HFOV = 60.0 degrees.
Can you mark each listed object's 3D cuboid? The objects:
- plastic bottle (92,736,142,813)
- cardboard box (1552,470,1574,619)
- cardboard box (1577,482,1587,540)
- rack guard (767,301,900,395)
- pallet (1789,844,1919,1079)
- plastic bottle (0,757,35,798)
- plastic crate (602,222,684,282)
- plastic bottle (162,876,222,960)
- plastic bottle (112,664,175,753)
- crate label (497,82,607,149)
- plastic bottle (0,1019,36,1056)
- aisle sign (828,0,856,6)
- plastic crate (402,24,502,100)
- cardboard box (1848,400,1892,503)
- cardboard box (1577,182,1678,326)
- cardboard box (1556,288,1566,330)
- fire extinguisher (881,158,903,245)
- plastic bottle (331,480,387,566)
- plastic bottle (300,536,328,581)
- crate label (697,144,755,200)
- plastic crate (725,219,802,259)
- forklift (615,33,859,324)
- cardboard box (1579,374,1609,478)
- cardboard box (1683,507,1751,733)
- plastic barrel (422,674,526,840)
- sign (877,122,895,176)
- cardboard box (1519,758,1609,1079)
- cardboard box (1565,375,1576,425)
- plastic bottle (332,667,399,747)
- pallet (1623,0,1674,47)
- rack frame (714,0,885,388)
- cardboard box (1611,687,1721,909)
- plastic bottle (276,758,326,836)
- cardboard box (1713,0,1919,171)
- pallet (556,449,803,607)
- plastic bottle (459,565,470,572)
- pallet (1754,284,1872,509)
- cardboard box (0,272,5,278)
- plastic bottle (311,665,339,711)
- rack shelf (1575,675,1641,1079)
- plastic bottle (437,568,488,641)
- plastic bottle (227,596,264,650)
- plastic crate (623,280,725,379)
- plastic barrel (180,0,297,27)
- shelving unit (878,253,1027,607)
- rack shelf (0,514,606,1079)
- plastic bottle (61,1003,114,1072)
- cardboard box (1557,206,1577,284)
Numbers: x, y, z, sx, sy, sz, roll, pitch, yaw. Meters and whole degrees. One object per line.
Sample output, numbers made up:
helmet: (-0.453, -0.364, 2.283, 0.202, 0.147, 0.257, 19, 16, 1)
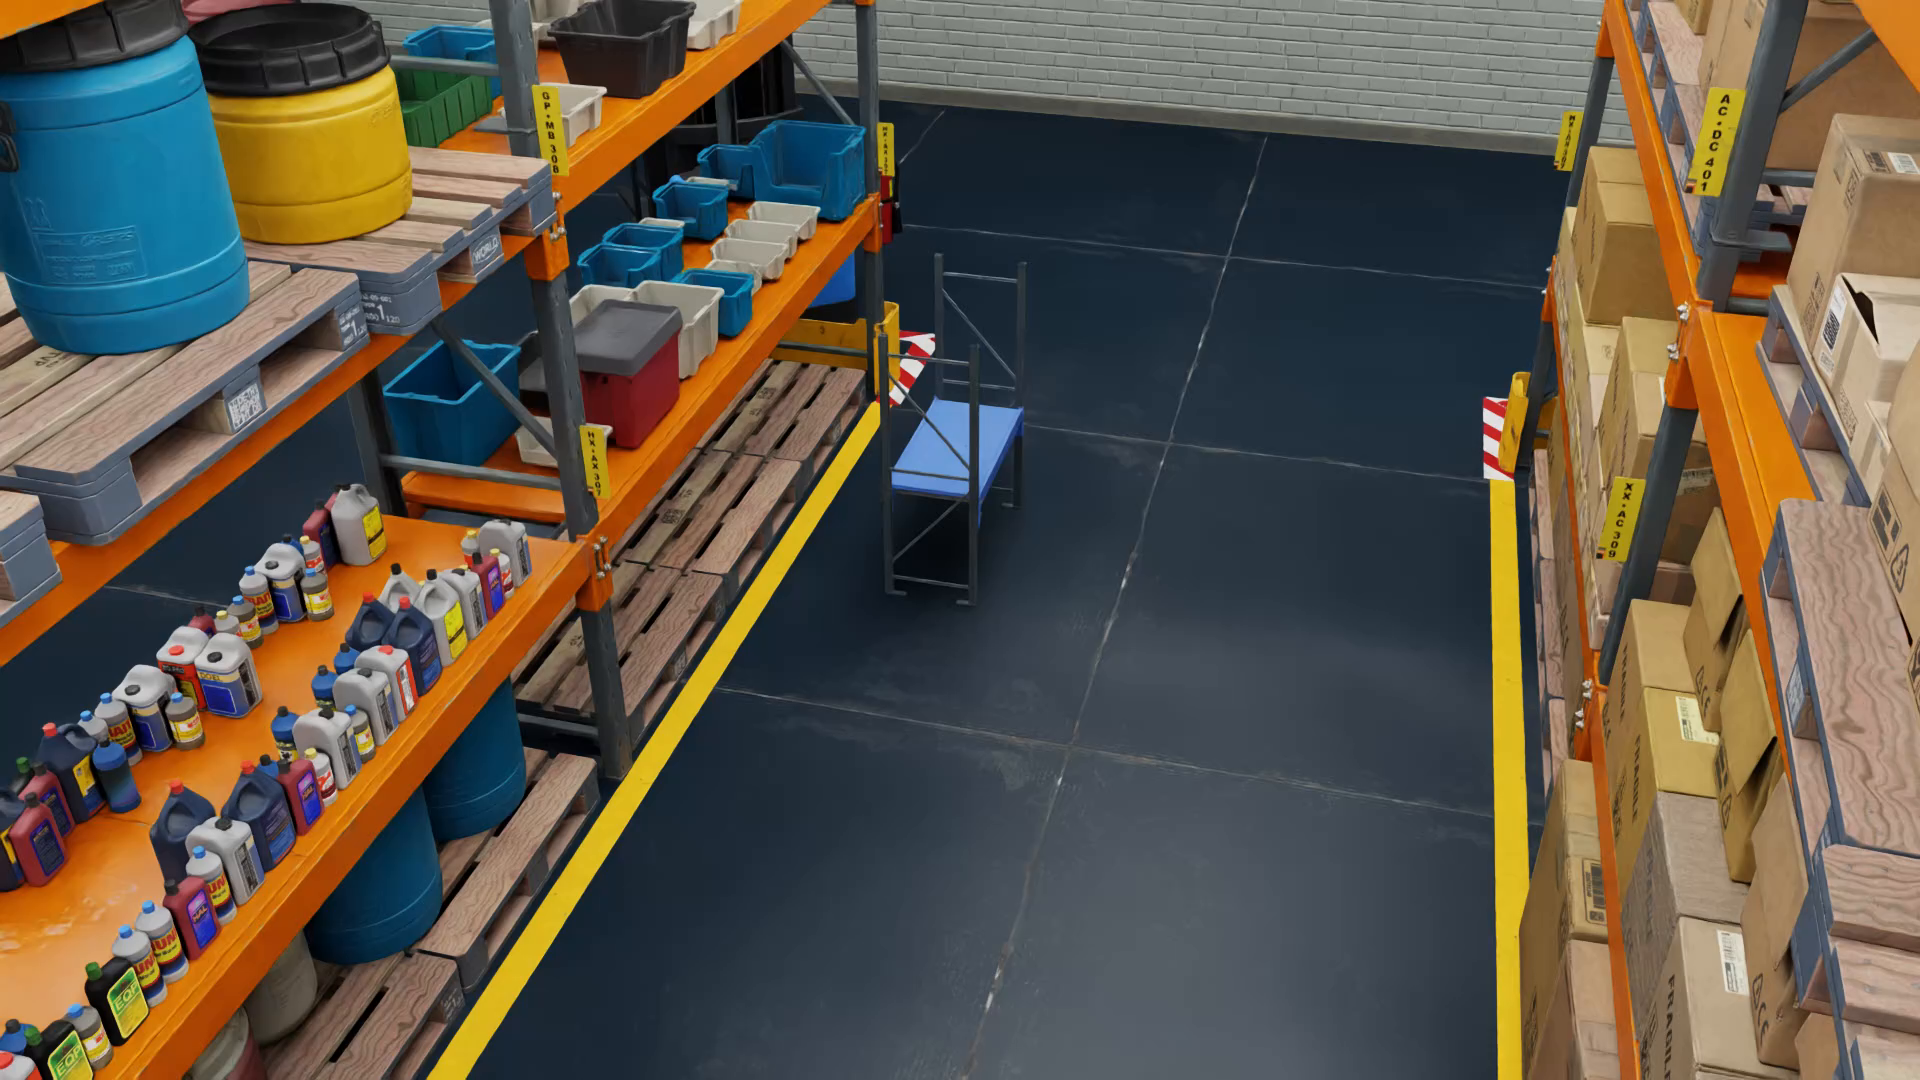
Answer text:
plastic bottle: (-2.742, 0.751, 5.393, 0.097, 0.271, 0.097, 0, 32, 0)
cardboard box: (3.494, -0.136, 8.258, 0.875, 0.875, 0.875, 8, 33, 12)
cardboard box: (2.751, -0.092, 6.834, 0.380, 0.149, 0.250, 9, 33, 13)
rack guard: (-0.988, -1.305, 10.836, 1.175, 0.500, 0.348, 8, 33, 12)
pallet: (1.891, 0.953, 2.335, 1.213, 0.211, 1.003, 10, 34, 15)
plastic bottle: (-2.951, 0.829, 5.259, 0.061, 0.283, 0.133, 8, 33, 12)
plastic crate: (-1.696, -1.533, 8.966, 0.416, 0.233, 0.300, 8, 33, 12)
plastic bottle: (-2.252, 1.081, 4.862, 0.061, 0.283, 0.133, 8, 33, 12)
plastic bottle: (-2.776, 0.572, 5.670, 0.152, 0.276, 0.135, 8, 33, 12)
crate label: (-1.593, -1.639, 6.482, 0.293, 0.136, 0.466, 8, 33, 12)
plastic bottle: (-2.475, 1.375, 4.411, 0.097, 0.271, 0.097, 0, 32, 0)
aisle sign: (-0.680, -3.440, 9.442, 0.394, 0.787, 0.004, 8, 33, 12)
plastic crate: (-2.074, -1.981, 6.930, 0.416, 0.233, 0.300, 8, 33, 12)
cardboard box: (2.271, -0.180, 3.784, 0.380, 0.149, 0.250, 7, 33, 10)
cardboard box: (3.174, -1.308, 7.675, 0.500, 0.500, 0.500, 7, 33, 11)
cardboard box: (3.272, -1.159, 8.512, 0.380, 0.149, 0.250, 7, 33, 11)
fire extinguisher: (-0.503, -2.172, 10.290, 0.296, 0.674, 0.183, 8, 33, 12)
plastic bottle: (-2.409, -0.089, 6.641, 0.144, 0.351, 0.185, 8, 33, 12)
plastic bottle: (-2.548, 0.078, 6.517, 0.097, 0.201, 0.097, 0, 32, 0)
crate label: (-1.362, -2.217, 10.041, 0.416, 0.233, 0.303, 8, 33, 12)
plastic crate: (-1.101, -1.663, 9.260, 0.396, 0.136, 0.243, 8, 33, 12)
forklift: (-1.787, -3.220, 11.583, 1.130, 2.935, 3.031, -15, 35, -22)
cardboard box: (2.911, -0.456, 7.034, 0.500, 0.250, 0.500, 9, 33, 13)
cardboard box: (2.640, 0.272, 4.998, 0.797, 0.503, 0.637, 7, 33, 11)
plastic barrel: (-2.151, 0.719, 6.888, 0.600, 0.901, 0.708, 8, 33, 12)
sign: (-0.445, -2.348, 9.995, 0.100, 0.325, 0.005, 8, 33, 12)
cardboard box: (2.651, 1.459, 5.748, 1.225, 0.875, 0.875, 8, 33, 13)
cardboard box: (3.011, -0.627, 7.675, 0.380, 0.149, 0.250, 7, 33, 11)
plastic bottle: (-2.039, 0.552, 5.701, 0.152, 0.276, 0.135, 8, 33, 12)
pallet: (3.631, -2.513, 7.694, 1.003, 0.211, 1.213, 8, 33, 12)
rack frame: (-0.981, -2.345, 10.143, 1.000, 3.000, 0.127, 8, 33, 12)
cardboard box: (2.309, 0.828, 5.058, 0.500, 0.500, 0.500, 8, 33, 12)
plastic bottle: (-2.112, 0.796, 5.311, 0.061, 0.283, 0.133, 8, 33, 12)
cardboard box: (2.935, -1.537, 5.498, 0.700, 0.500, 0.500, 6, 33, 10)
pallet: (-1.540, -0.115, 9.234, 1.003, 0.211, 1.213, 8, 33, 12)
plastic bottle: (-1.879, 0.188, 6.344, 0.097, 0.201, 0.097, 0, 32, 0)
pallet: (2.609, -0.298, 4.305, 0.805, 0.209, 1.217, 7, 33, 10)
cardboard box: (-6.311, -1.544, 11.036, 0.500, 0.250, 0.500, 8, 33, 12)
plastic bottle: (-2.164, 0.547, 5.714, 0.097, 0.271, 0.097, 0, 32, 0)
rack shelf: (2.287, 1.746, 4.378, 1.077, 0.370, 4.000, 8, 33, 12)
plastic bottle: (-1.876, 0.221, 6.222, 0.152, 0.276, 0.135, 8, 33, 12)
plastic bottle: (-2.656, 0.299, 6.168, 0.097, 0.201, 0.097, 0, 32, 0)
plastic crate: (-1.431, -1.012, 8.101, 0.437, 0.282, 0.530, 8, 33, 12)
plastic barrel: (-2.372, -1.531, 5.548, 0.433, 0.535, 0.433, 0, 32, 0)
shelving unit: (-0.022, -0.589, 8.778, 0.538, 1.500, 1.048, 8, 33, 12)
rack shelf: (-2.504, 1.072, 5.439, 1.077, 0.370, 4.000, 8, 33, 12)
plastic bottle: (-2.382, 1.344, 4.526, 0.097, 0.201, 0.097, 0, 32, 0)
cardboard box: (3.427, -1.521, 8.709, 0.500, 0.250, 0.500, 7, 33, 11)
